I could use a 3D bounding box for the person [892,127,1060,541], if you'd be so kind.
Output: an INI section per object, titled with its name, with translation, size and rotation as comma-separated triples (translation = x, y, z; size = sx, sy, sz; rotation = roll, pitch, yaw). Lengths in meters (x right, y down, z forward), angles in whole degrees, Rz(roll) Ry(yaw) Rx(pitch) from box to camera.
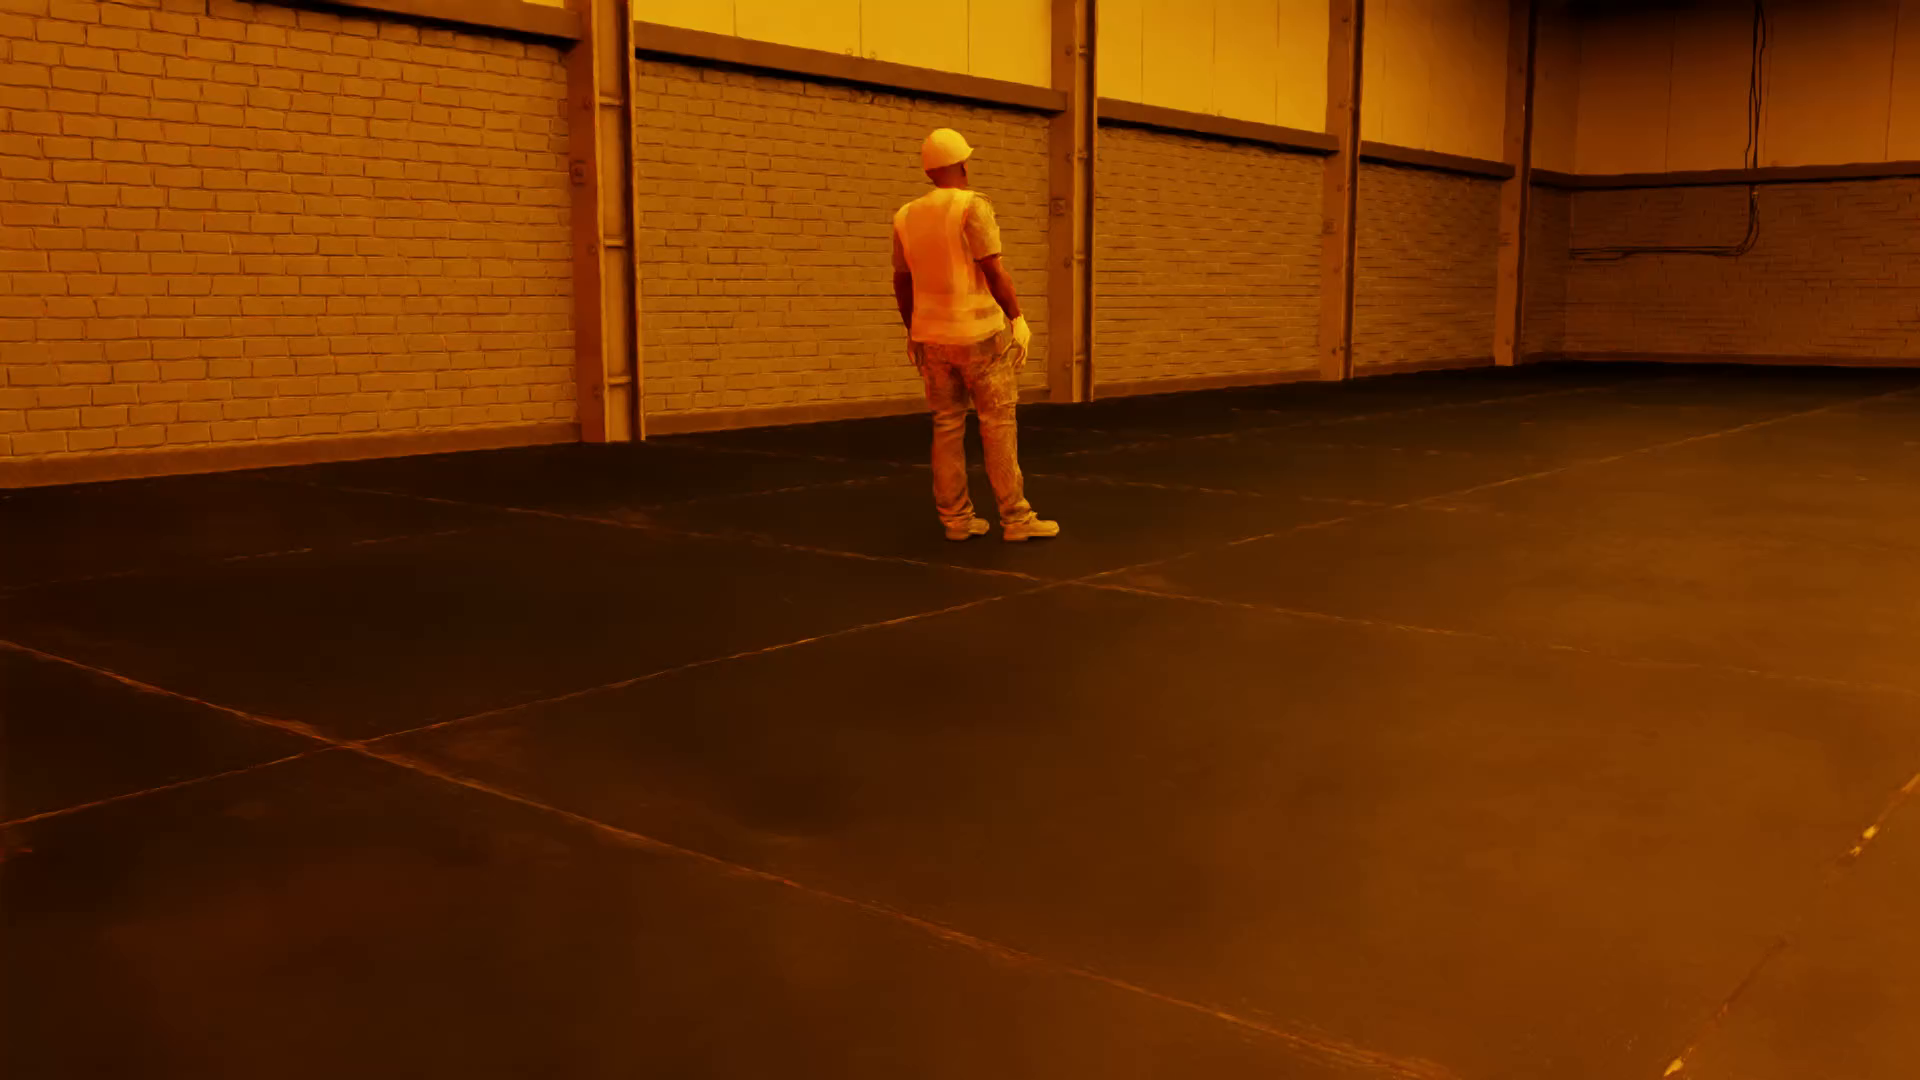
[person]
translation = 0.052, -0.896, 7.325
size = 0.655, 1.782, 0.576
rotation = 7, 11, 38
